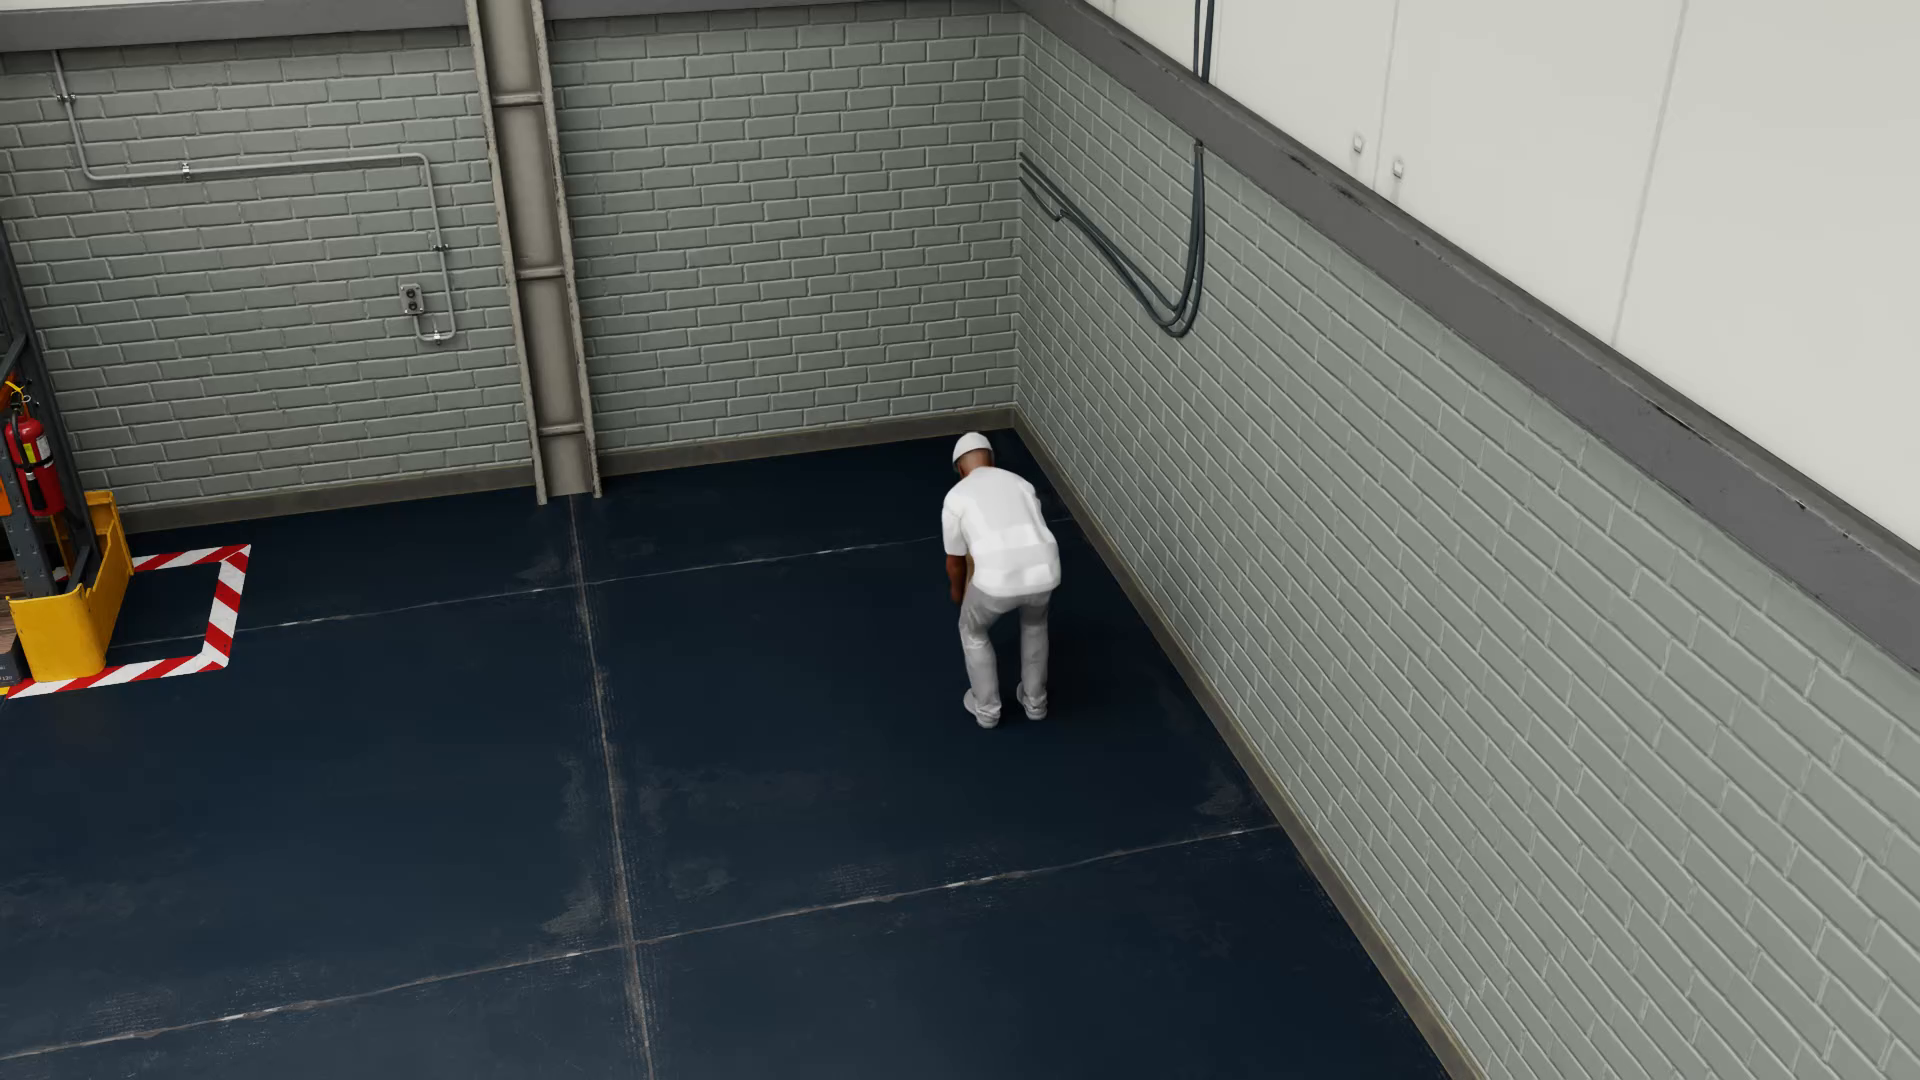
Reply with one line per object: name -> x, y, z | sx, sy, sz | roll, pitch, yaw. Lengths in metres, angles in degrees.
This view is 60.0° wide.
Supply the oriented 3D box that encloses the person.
person -> 0.169, 0.202, 8.319 | 0.493, 1.310, 0.924 | -9, 31, -15
